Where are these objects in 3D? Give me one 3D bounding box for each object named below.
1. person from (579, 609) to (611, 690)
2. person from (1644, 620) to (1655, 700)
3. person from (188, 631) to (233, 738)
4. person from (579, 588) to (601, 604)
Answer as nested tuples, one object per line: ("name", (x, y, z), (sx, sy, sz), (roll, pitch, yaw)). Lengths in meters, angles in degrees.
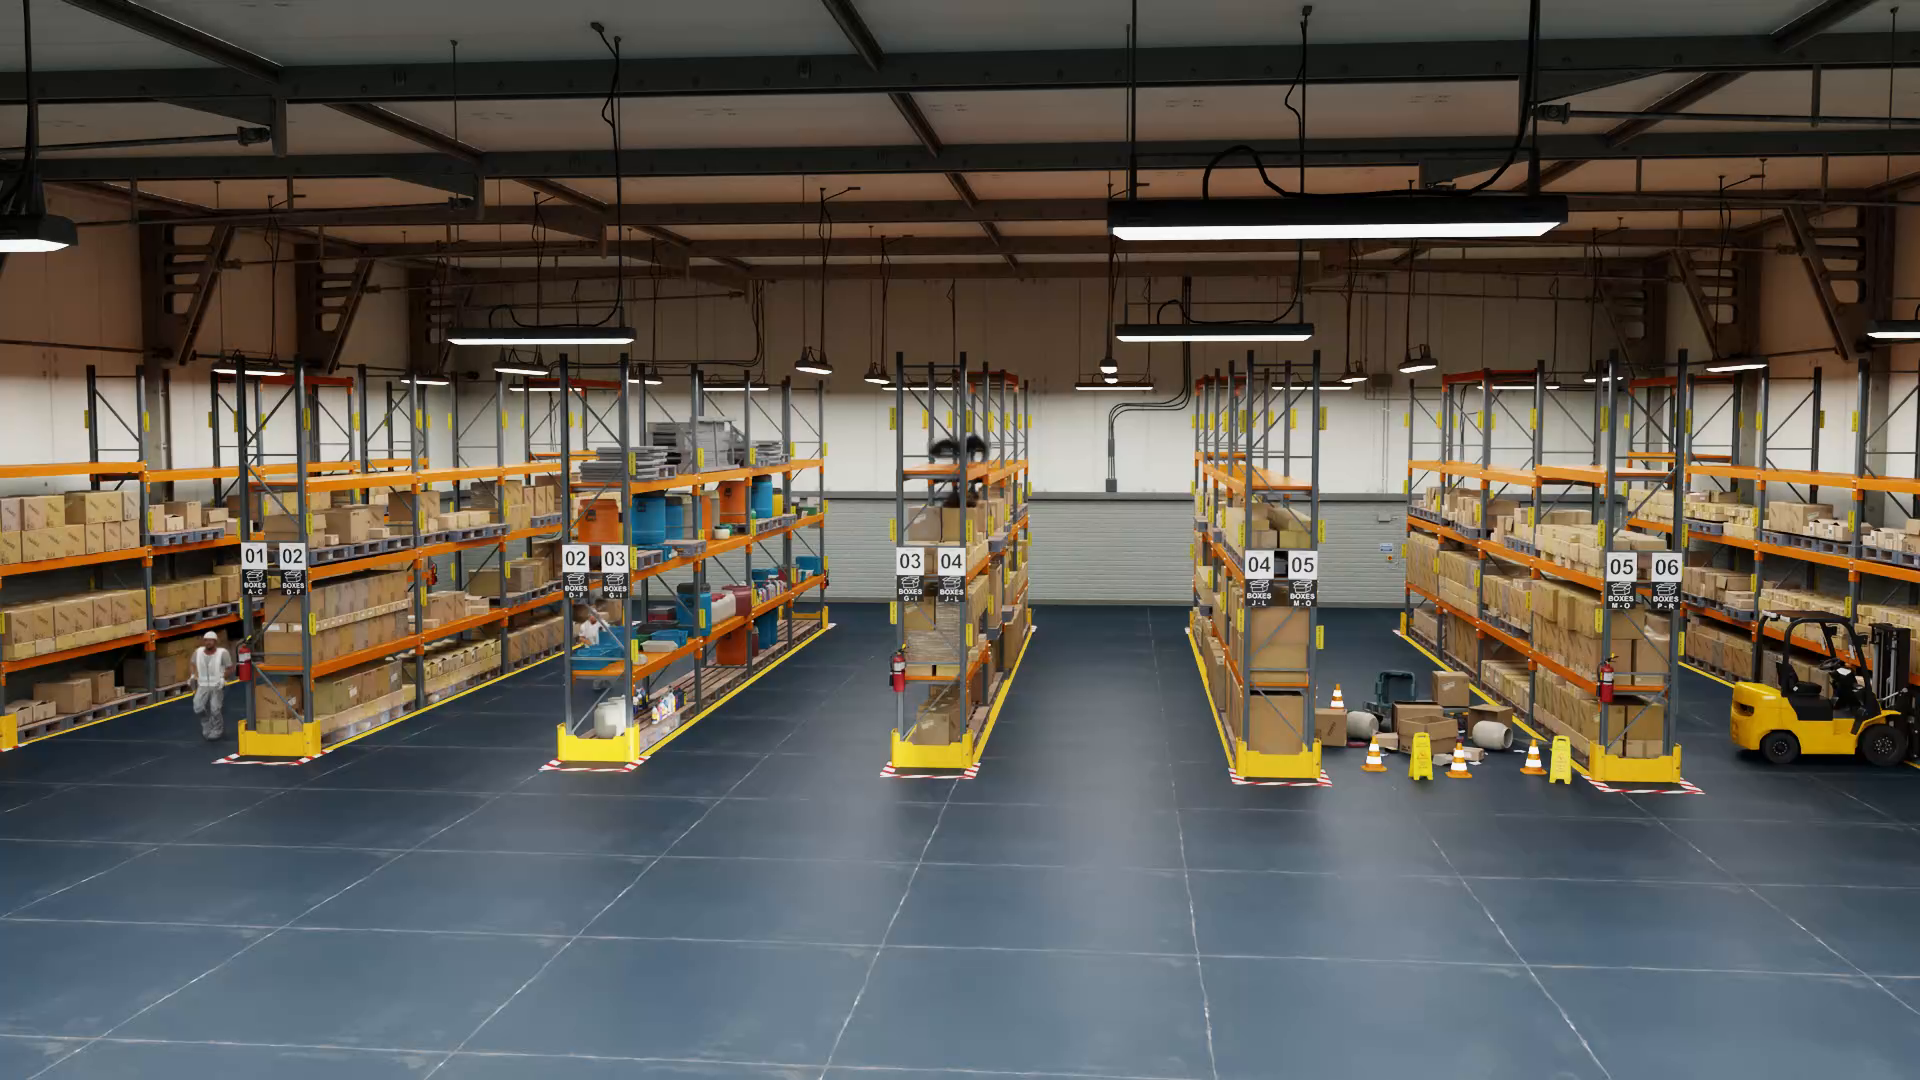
("person", (-6.749, 2.038, 30.866), (0.606, 1.556, 0.772), (0, 4, -5))
("person", (12.177, 2.079, 29.735), (0.494, 1.607, 0.905), (0, 4, -3))
("person", (-11.794, 2.283, 26.151), (0.677, 1.721, 0.595), (0, 4, -4))
("person", (-9.408, 1.194, 42.095), (0.754, 1.731, 0.560), (1, 4, 11))
